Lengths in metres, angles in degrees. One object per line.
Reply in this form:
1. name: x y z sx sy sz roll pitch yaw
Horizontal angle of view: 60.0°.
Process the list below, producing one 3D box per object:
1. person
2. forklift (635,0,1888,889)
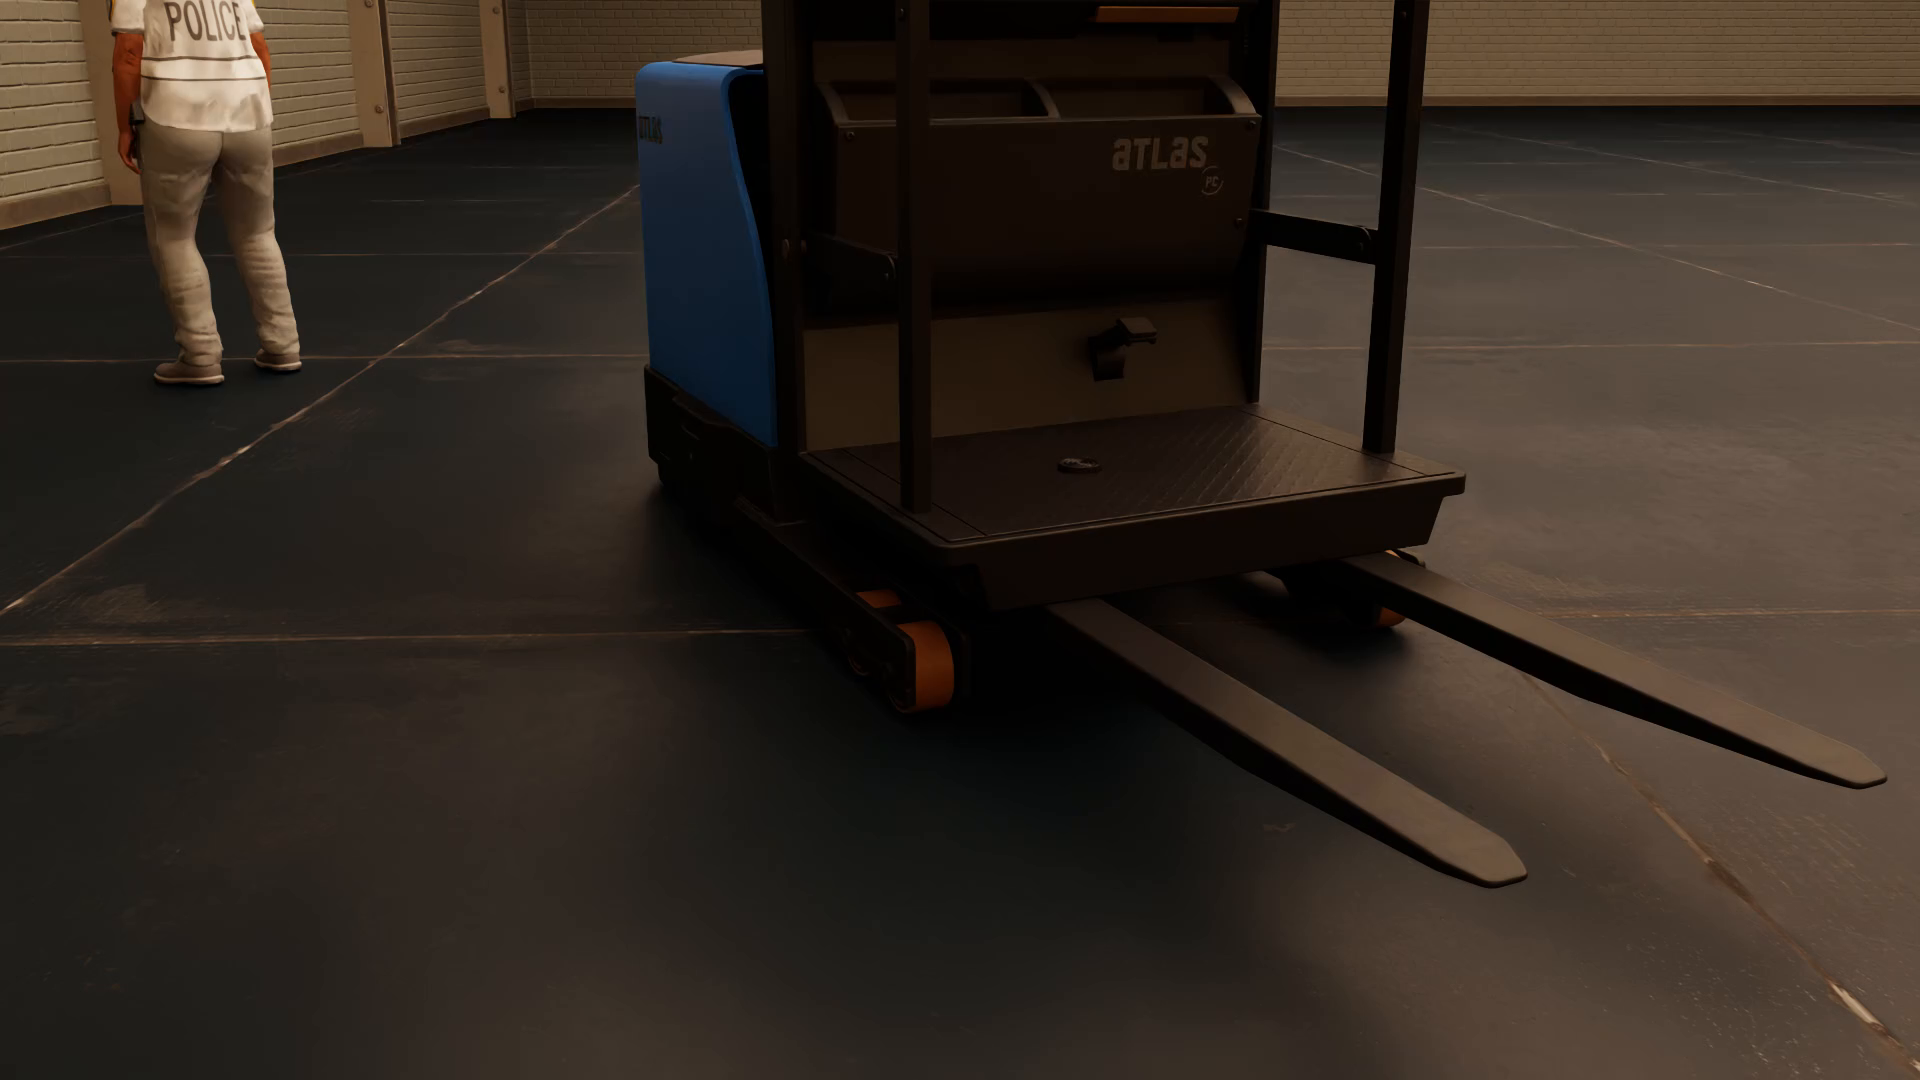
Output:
1. person: -2.537 -1.365 5.537 0.468 1.666 0.542 13 21 37
2. forklift: 0.258 -1.240 2.962 1.130 2.935 3.031 -8 19 -24
